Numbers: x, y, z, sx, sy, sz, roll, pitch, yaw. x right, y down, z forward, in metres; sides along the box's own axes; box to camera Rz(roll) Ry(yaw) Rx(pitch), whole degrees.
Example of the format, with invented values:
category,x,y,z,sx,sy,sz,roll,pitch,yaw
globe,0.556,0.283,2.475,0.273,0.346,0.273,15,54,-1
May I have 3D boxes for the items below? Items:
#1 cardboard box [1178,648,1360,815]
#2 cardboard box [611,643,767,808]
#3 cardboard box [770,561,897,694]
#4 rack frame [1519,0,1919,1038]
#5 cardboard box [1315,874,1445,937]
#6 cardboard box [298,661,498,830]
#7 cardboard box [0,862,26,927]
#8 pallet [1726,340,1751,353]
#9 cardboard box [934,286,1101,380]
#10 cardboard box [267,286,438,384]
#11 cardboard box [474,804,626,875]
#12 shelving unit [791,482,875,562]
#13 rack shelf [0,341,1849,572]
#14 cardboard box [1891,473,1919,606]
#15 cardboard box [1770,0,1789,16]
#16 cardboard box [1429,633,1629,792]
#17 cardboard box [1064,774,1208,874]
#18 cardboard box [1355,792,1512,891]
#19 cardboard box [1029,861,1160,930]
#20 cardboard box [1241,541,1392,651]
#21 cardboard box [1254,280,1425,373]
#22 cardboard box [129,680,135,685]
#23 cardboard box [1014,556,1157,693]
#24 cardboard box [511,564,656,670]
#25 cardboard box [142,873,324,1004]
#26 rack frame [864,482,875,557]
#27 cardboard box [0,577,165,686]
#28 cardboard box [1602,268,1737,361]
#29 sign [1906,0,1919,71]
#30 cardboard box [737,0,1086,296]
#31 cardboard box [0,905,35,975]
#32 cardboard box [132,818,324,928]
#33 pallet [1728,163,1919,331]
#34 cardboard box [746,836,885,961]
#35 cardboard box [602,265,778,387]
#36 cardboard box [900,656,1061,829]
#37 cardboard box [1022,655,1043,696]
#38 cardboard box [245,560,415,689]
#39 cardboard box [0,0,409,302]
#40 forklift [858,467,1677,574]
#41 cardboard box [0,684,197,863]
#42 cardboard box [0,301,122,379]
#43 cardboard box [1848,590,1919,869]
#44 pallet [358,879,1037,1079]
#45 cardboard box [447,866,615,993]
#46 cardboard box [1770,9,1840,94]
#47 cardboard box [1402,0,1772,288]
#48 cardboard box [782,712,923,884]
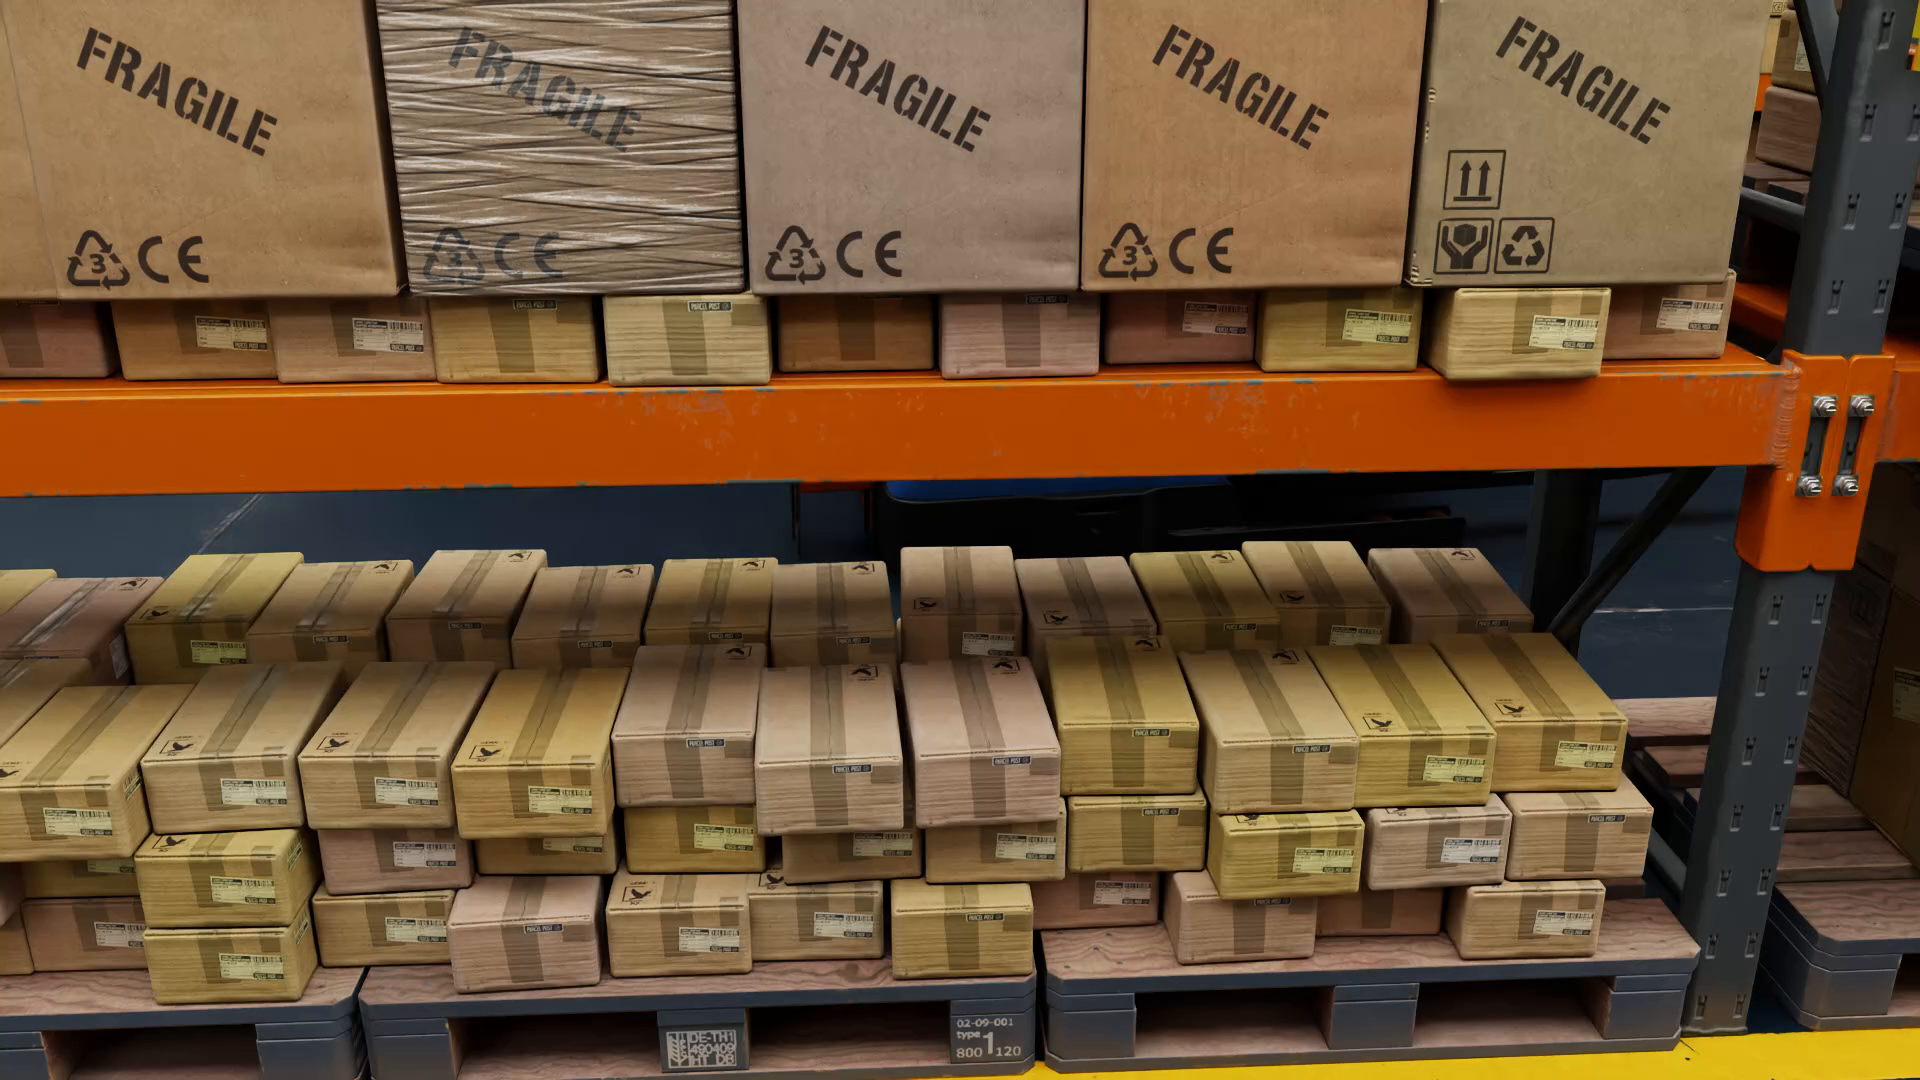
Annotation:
category,x,y,z,sx,sy,sz,roll,pitch,yaw
cardboard box,0.558,0.346,3.077,0.250,0.149,0.380,-1,21,-4
cardboard box,-0.493,0.338,3.098,0.250,0.149,0.380,-1,21,-3
cardboard box,-0.270,0.185,3.501,0.250,0.149,0.380,-2,21,-5
rack frame,1.399,-0.639,3.082,0.127,3.000,1.000,-1,21,-3
cardboard box,0.763,0.602,3.240,0.250,0.149,0.380,-1,21,-2
cardboard box,-1.004,0.366,3.024,0.250,0.149,0.380,0,21,-1
cardboard box,-1.780,0.535,2.999,0.250,0.149,0.380,-1,21,-3
pallet,4.218,-1.184,8.433,1.213,0.211,1.003,-1,21,-3
cardboard box,0.078,-0.391,2.786,0.250,0.149,0.380,-2,21,-5
cardboard box,-0.958,-0.382,2.762,0.250,0.149,0.380,-2,21,-4
cardboard box,-0.750,0.472,3.163,0.250,0.149,0.380,0,21,0
shelving unit,-0.422,-0.462,5.359,0.252,1.050,0.215,-4,21,-10
rack shelf,-0.597,-0.262,3.104,4.000,0.370,1.077,-1,21,-3
cardboard box,2.152,0.062,3.112,0.500,0.250,0.500,-2,21,-5
cardboard box,3.519,-2.510,7.507,0.500,0.250,0.500,-2,21,-4
cardboard box,1.059,0.319,3.147,0.250,0.149,0.380,-1,21,-2
cardboard box,0.311,0.470,3.170,0.250,0.149,0.380,-1,21,-3
cardboard box,0.834,0.488,3.123,0.250,0.149,0.380,-2,21,-6
cardboard box,0.233,0.593,3.265,0.250,0.149,0.380,-2,21,-4
cardboard box,0.765,0.137,3.625,0.250,0.149,0.380,0,21,0
cardboard box,0.606,-0.404,2.820,0.250,0.149,0.380,0,21,-1
cardboard box,-1.820,0.342,3.507,0.250,0.149,0.380,-2,21,-4
cardboard box,0.256,0.173,3.530,0.250,0.149,0.380,-2,21,-4
cardboard box,-0.778,0.191,3.484,0.250,0.149,0.380,-2,21,-5
cardboard box,-1.287,0.674,3.052,0.250,0.149,0.380,-1,21,-2
rack frame,-0.303,-0.470,5.380,0.008,1.050,0.200,-4,21,-10
cardboard box,-1.826,0.215,3.420,0.250,0.149,0.380,-1,21,-2
cardboard box,1.127,-0.432,2.893,0.250,0.149,0.380,-1,21,-4
sign,1.438,-0.850,2.422,0.005,0.325,0.100,-1,21,-3
cardboard box,-0.083,-0.694,2.670,0.500,0.500,0.500,-1,21,-3
cardboard box,-1.796,0.647,3.121,0.250,0.149,0.380,-1,21,-3
cardboard box,-1.278,0.532,3.007,0.250,0.149,0.380,-1,21,-1
pallet,2.171,-0.513,3.022,1.213,0.211,1.003,-1,21,-3
cardboard box,-0.270,0.629,3.170,0.250,0.149,0.380,-1,21,-2
cardboard box,-0.429,-0.375,2.743,0.250,0.149,0.380,-1,21,-2
cardboard box,0.029,0.362,3.035,0.250,0.149,0.380,-2,21,-6
cardboard box,0.261,0.311,3.586,0.250,0.149,0.380,-2,21,-6
cardboard box,-1.313,0.182,3.507,0.250,0.149,0.380,-2,21,-5
cardboard box,-1.108,-0.679,2.631,0.500,0.500,0.500,-1,21,-2
forklift,1.185,-1.467,5.354,3.031,2.935,1.130,-4,21,-10
cardboard box,-1.524,0.403,2.927,0.250,0.149,0.380,-1,21,-3
cardboard box,-1.478,-0.390,2.783,0.250,0.149,0.380,0,21,-1
cardboard box,2.152,0.413,3.244,0.500,0.500,0.500,0,21,-1
pallet,-0.490,0.717,3.442,1.213,0.211,1.003,-1,21,-3
cardboard box,-0.784,0.661,3.087,0.250,0.149,0.380,-2,21,-6
cardboard box,1.785,-0.935,3.205,0.250,0.149,0.380,-1,21,-1
cardboard box,0.933,-0.714,2.722,0.500,0.500,0.500,-1,21,-3
cardboard box,-0.211,0.480,3.143,0.250,0.149,0.380,-2,21,-6
